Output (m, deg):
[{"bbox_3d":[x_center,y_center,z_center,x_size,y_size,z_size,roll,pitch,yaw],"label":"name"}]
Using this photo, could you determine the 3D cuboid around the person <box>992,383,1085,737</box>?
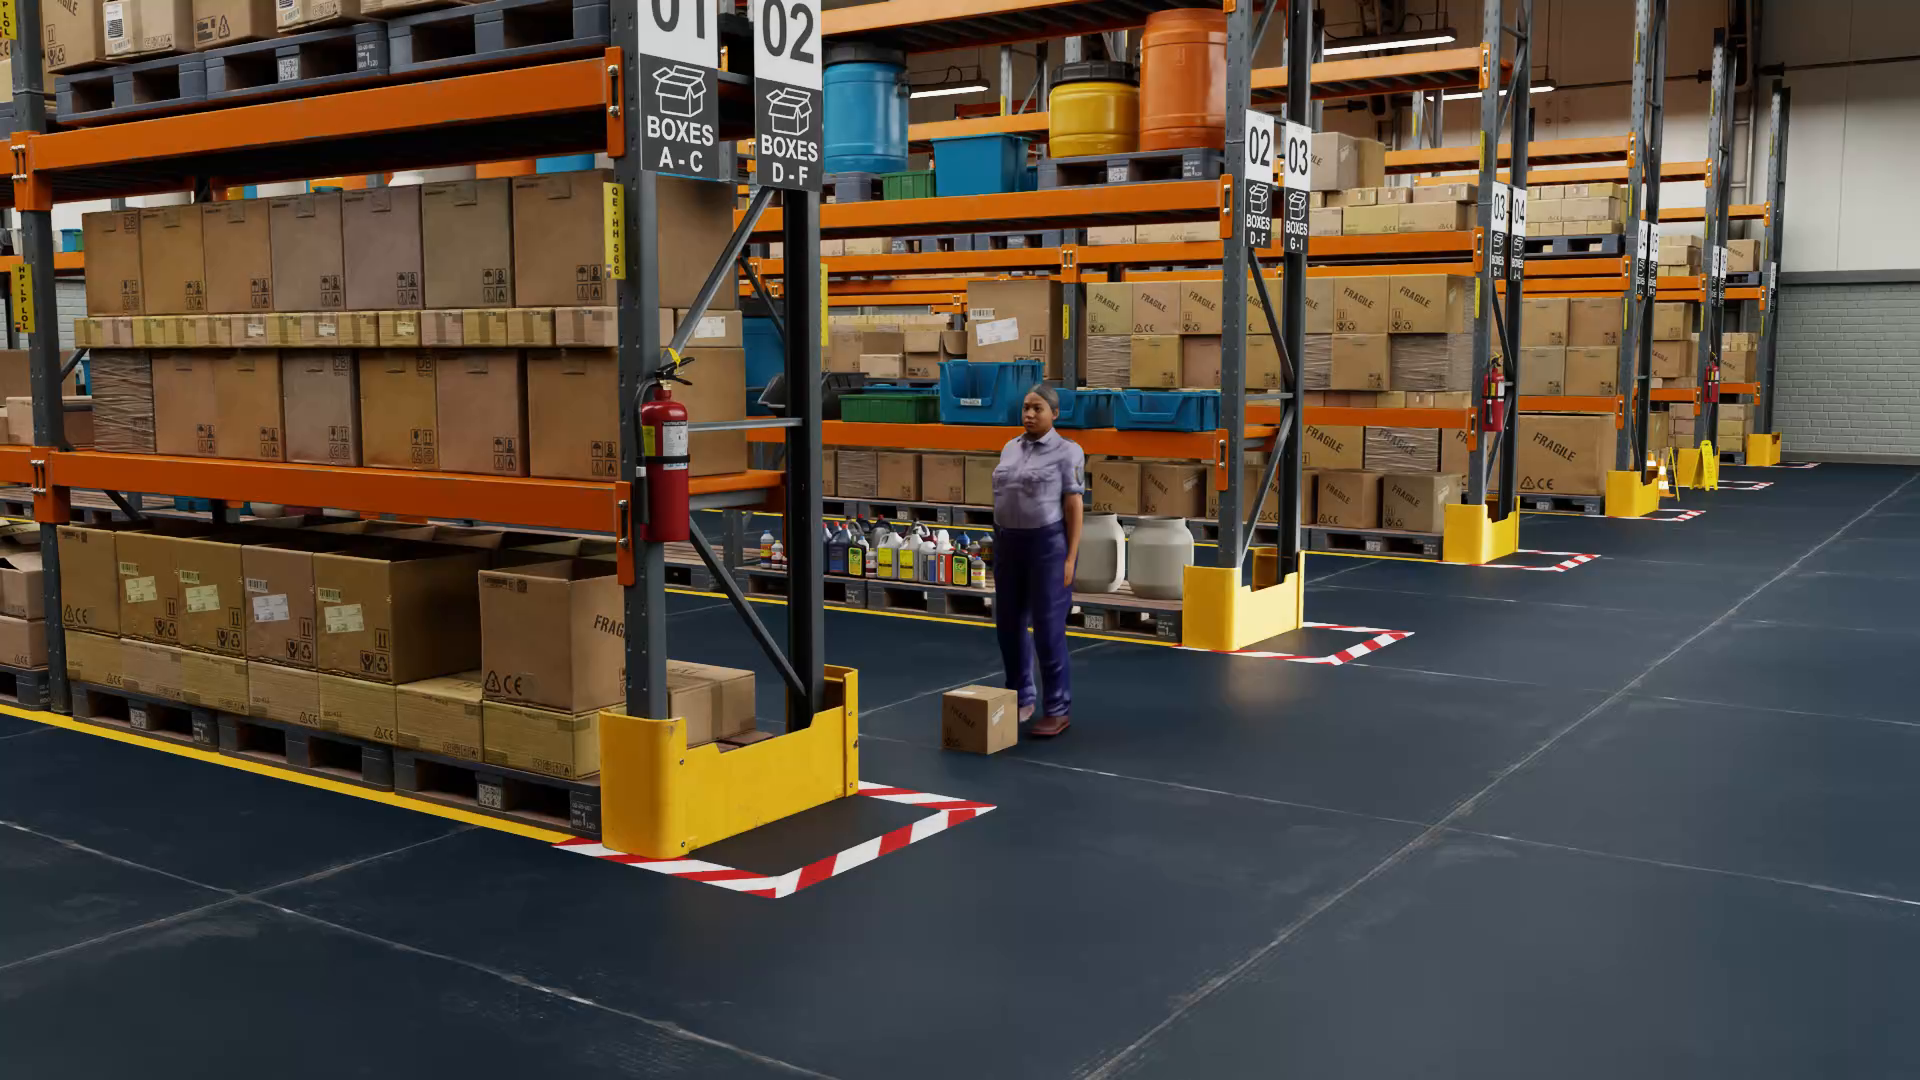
[{"bbox_3d":[0.362,0.121,7.865,0.469,1.716,0.408,4,8,35],"label":"person"}]
